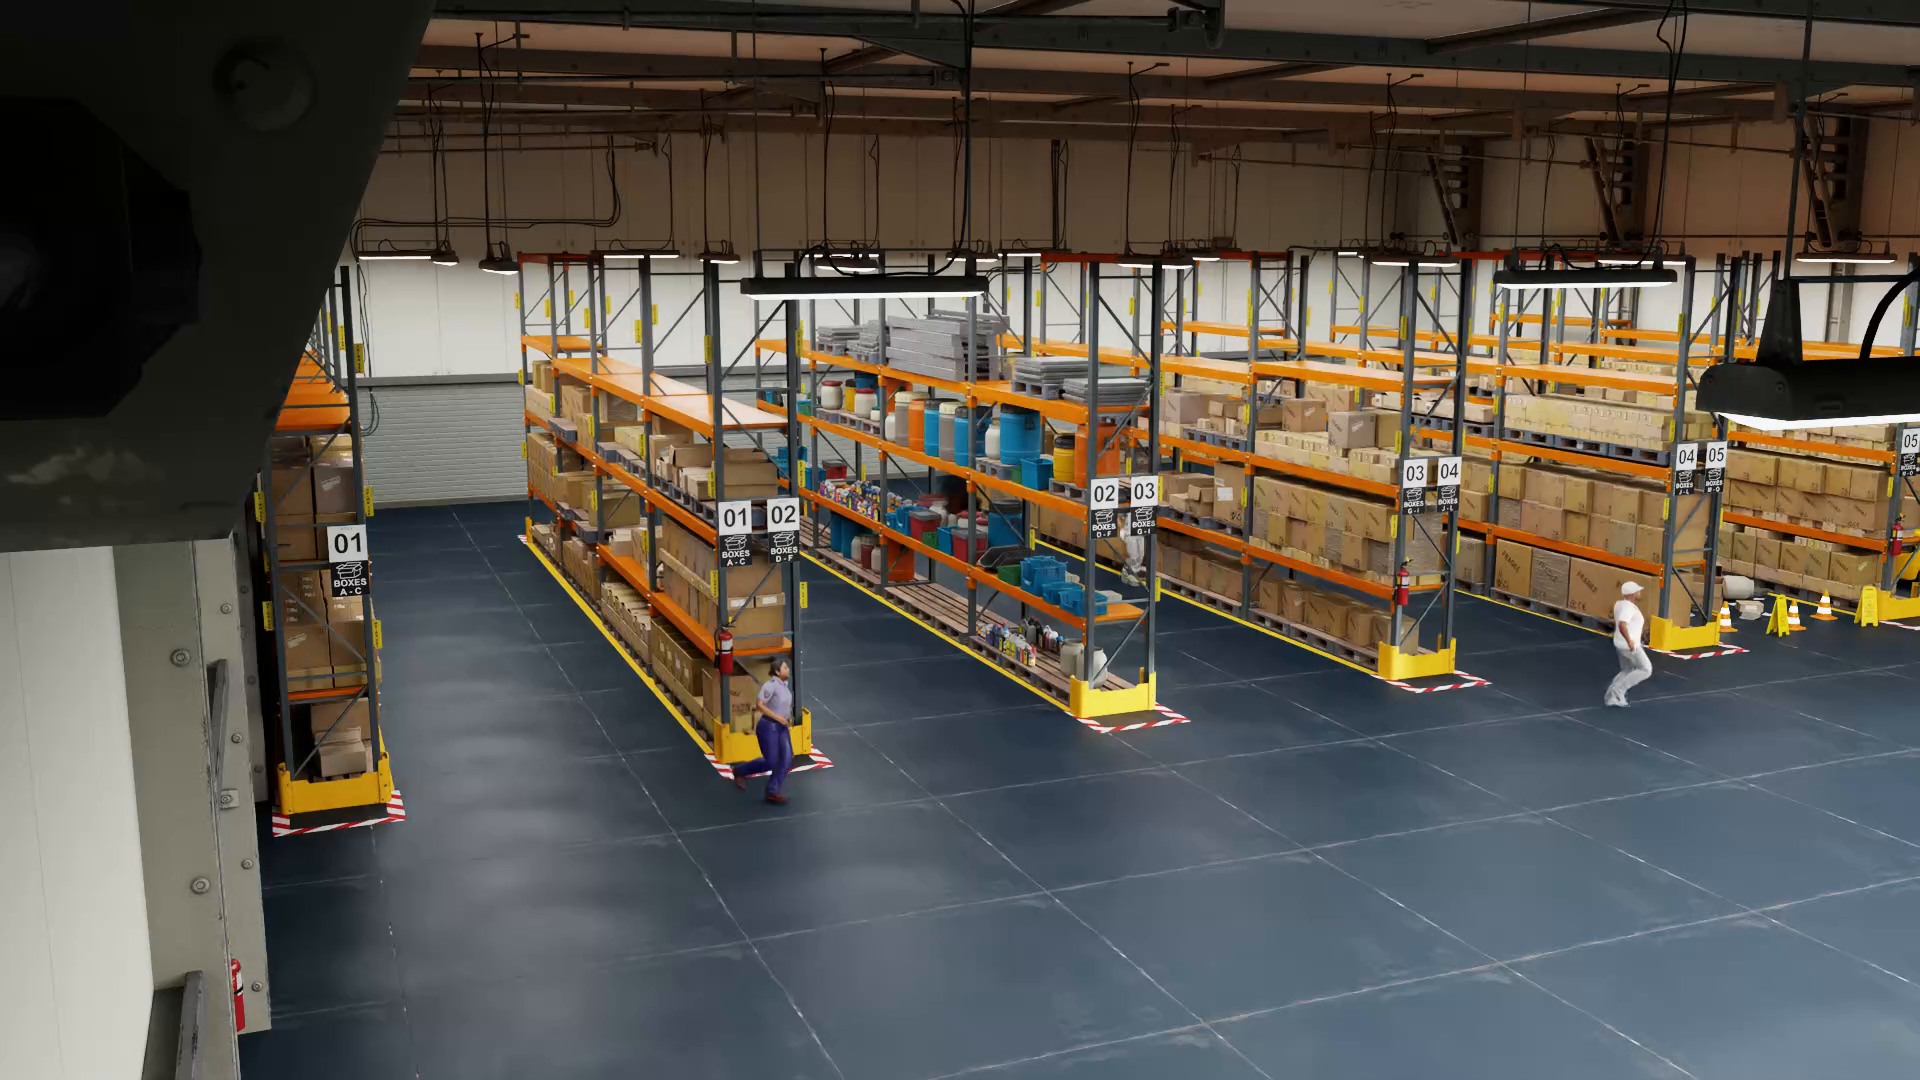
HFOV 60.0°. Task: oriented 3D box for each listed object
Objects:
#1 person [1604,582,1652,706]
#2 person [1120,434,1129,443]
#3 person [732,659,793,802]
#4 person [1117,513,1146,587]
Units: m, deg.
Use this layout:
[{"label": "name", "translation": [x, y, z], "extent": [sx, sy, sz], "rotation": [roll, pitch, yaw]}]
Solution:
[{"label": "person", "translation": [9.065, 1.414, 22.489], "extent": [0.568, 1.724, 0.697], "rotation": [1, 10, 5]}, {"label": "person", "translation": [4.070, -1.966, 41.104], "extent": [0.886, 1.736, 0.739], "rotation": [-9, 14, -40]}, {"label": "person", "translation": [-2.197, 2.152, 19.039], "extent": [0.694, 1.569, 0.673], "rotation": [4, 11, 19]}, {"label": "person", "translation": [3.063, -0.067, 28.922], "extent": [0.673, 1.763, 0.548], "rotation": [-5, 11, -25]}]
